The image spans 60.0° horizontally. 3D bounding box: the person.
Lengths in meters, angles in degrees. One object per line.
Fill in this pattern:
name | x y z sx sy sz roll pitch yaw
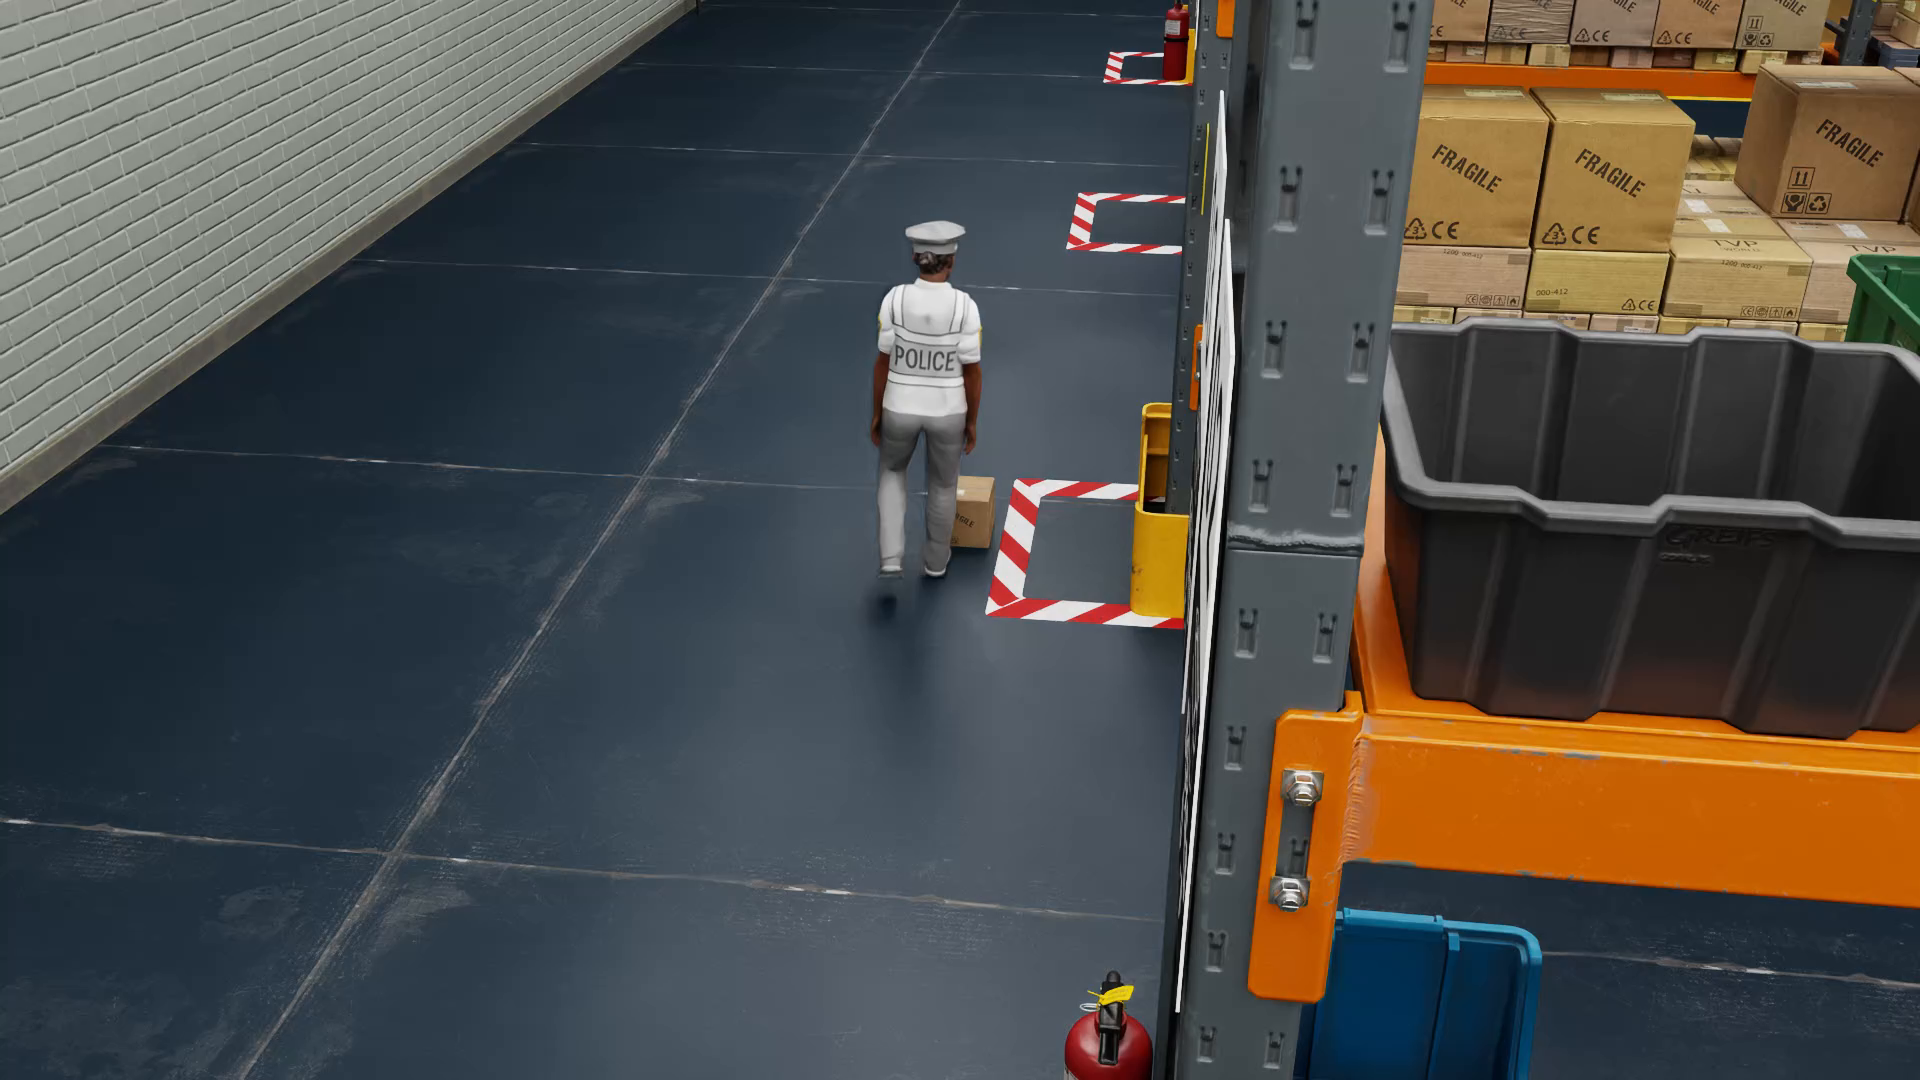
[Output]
person | -0.138 -0.562 7.113 0.477 1.647 0.549 2 29 3
